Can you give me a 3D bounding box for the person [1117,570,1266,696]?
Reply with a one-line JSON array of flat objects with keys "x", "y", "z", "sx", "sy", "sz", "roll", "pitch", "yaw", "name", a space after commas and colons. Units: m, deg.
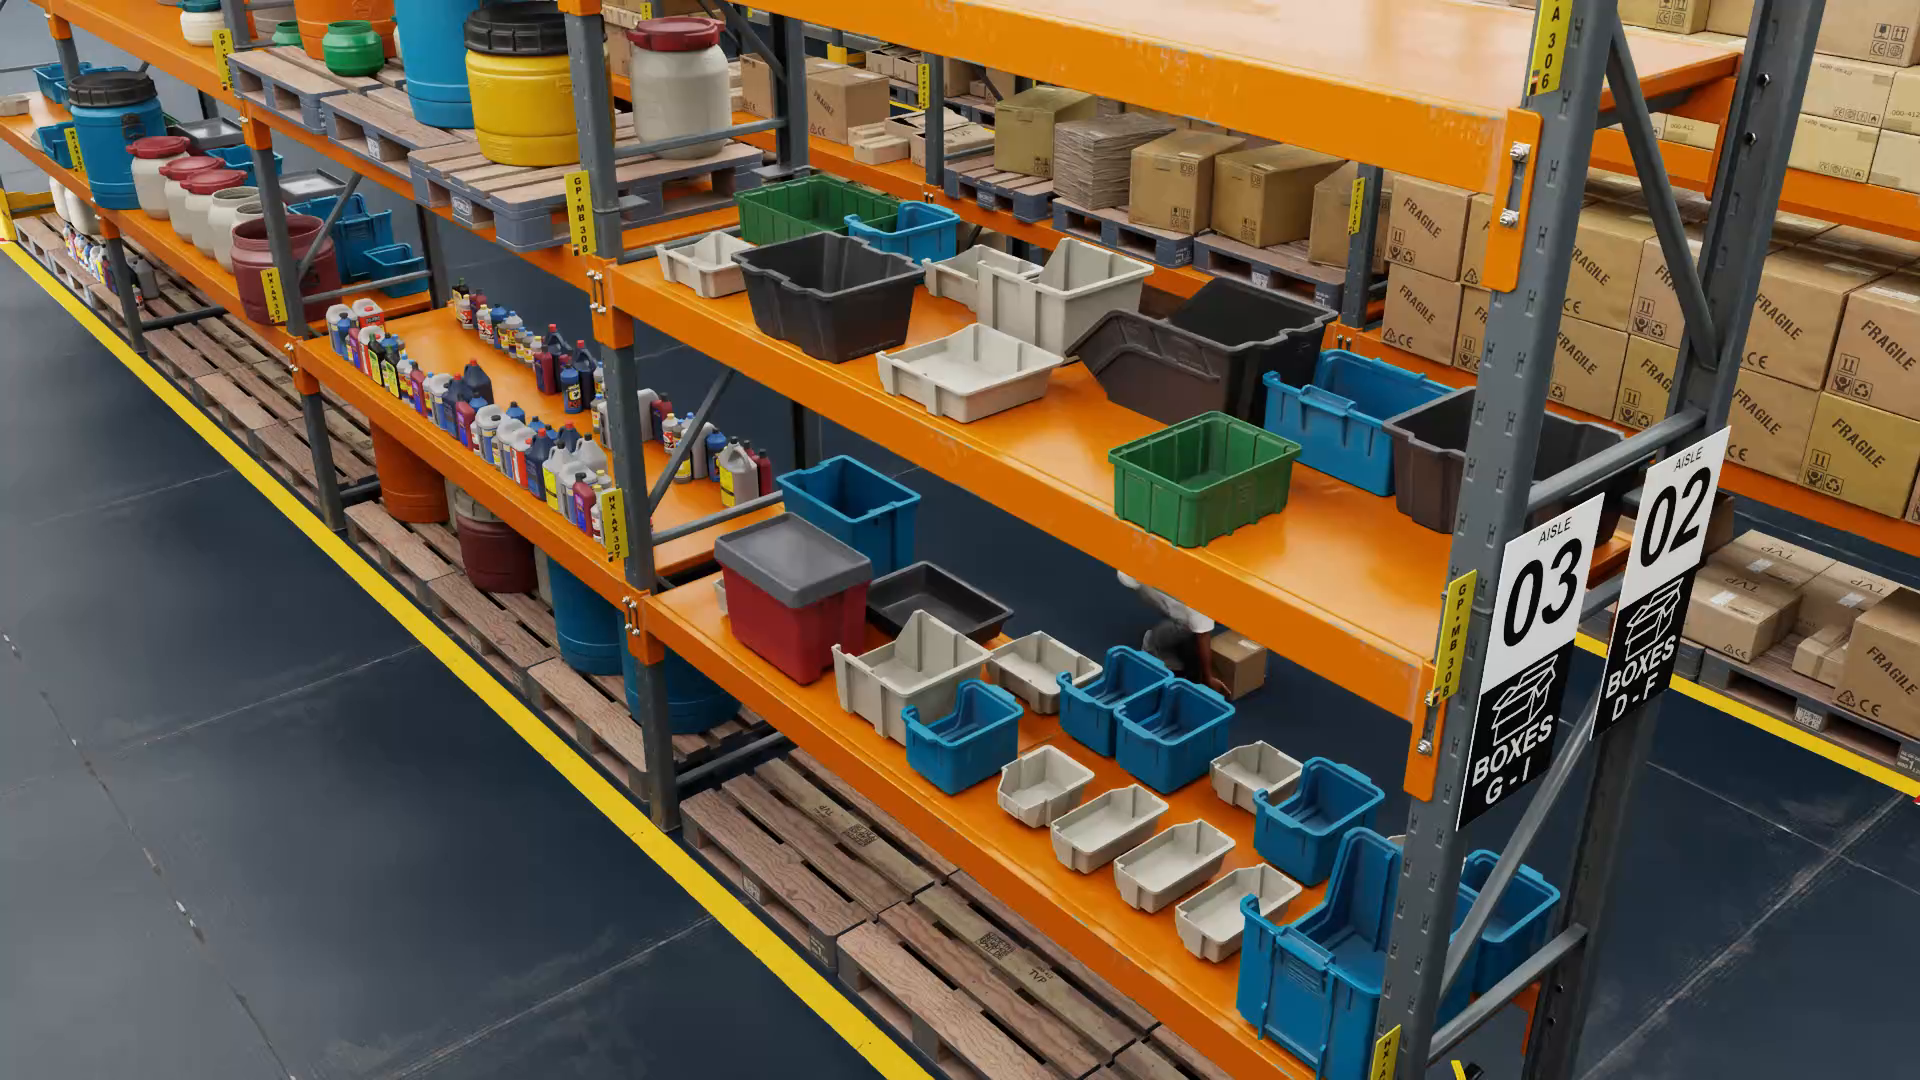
[{"x": 1.315, "y": 0.339, "z": 9.031, "sx": 0.530, "sy": 0.834, "sz": 0.941, "roll": -23, "pitch": 35, "yaw": -36, "name": "person"}]
